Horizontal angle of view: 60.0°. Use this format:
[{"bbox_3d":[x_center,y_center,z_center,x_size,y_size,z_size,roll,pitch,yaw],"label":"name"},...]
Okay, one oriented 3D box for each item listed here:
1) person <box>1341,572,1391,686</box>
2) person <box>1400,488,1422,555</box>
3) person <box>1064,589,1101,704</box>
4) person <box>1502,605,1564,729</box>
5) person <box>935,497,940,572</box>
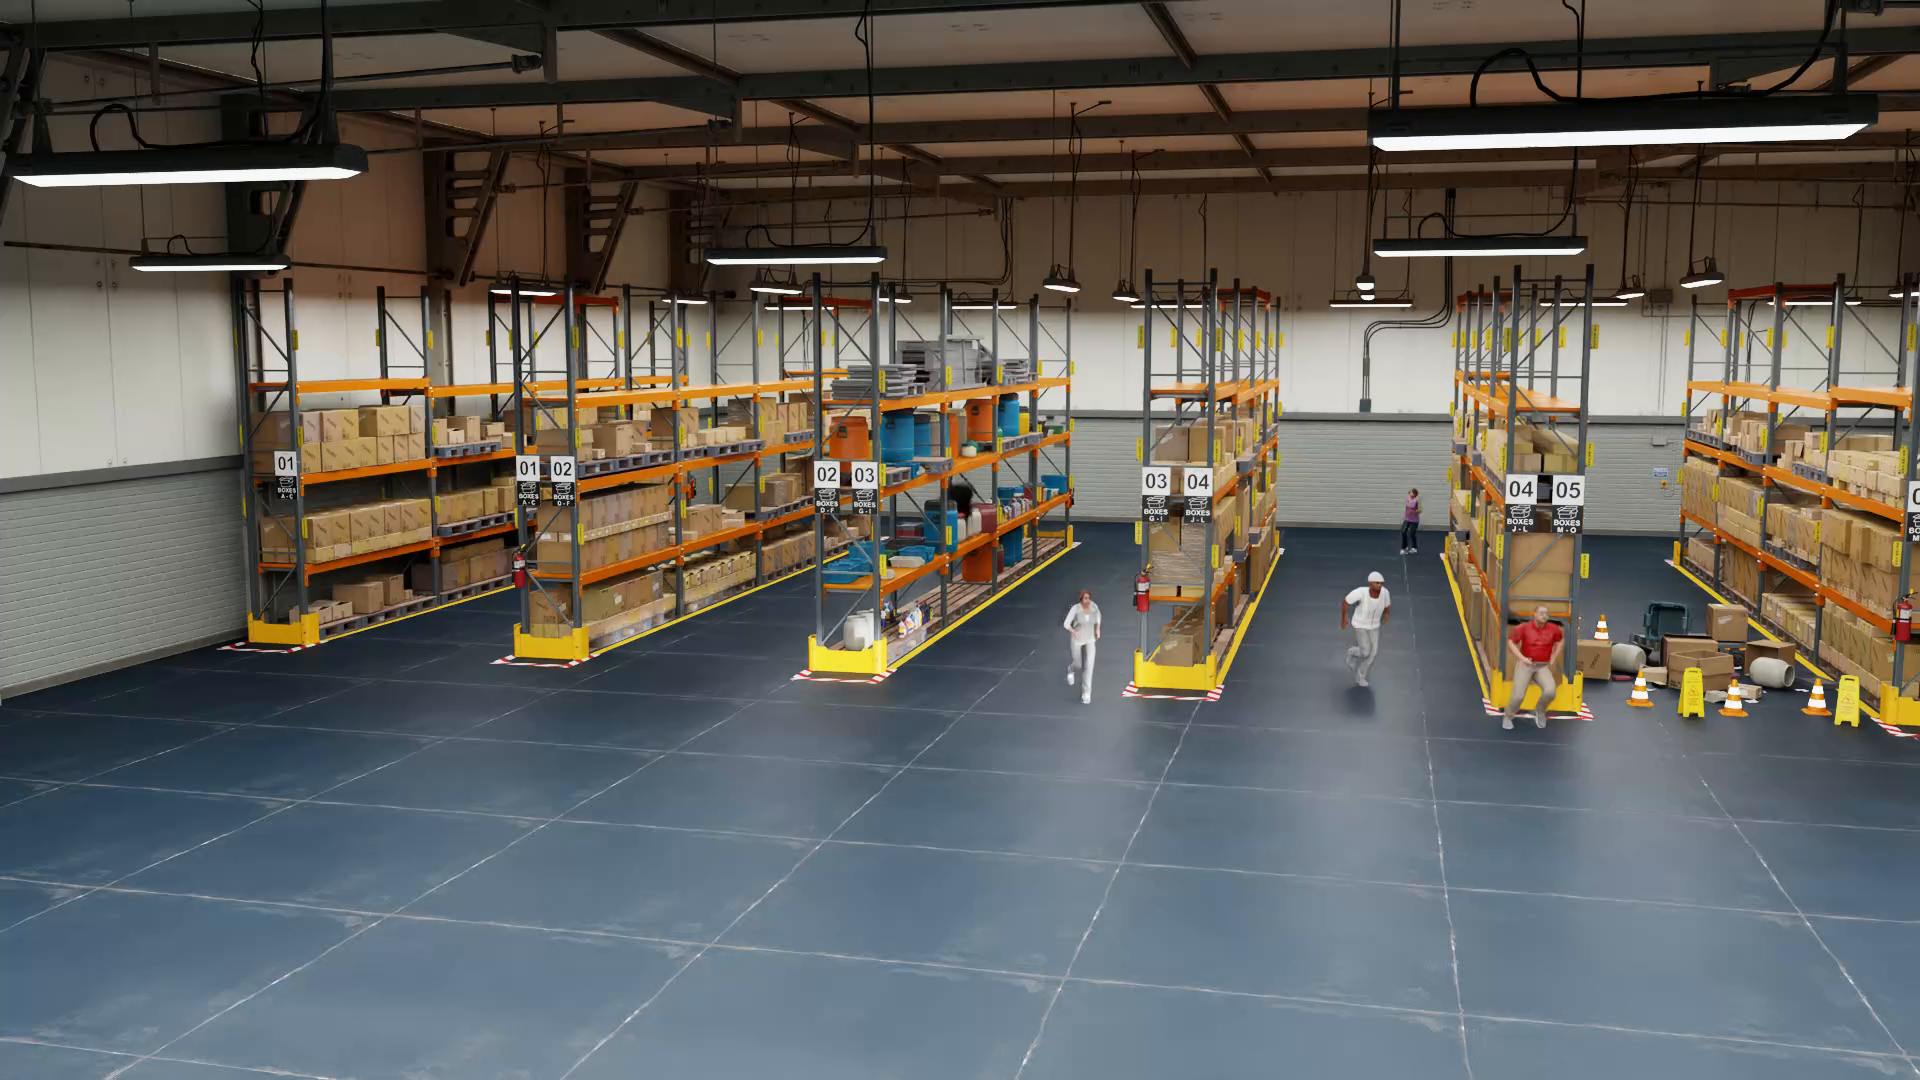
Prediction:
[{"bbox_3d":[5.926,1.281,24.267,0.692,1.688,0.774,-2,7,-20],"label":"person"},{"bbox_3d":[10.564,-0.416,38.845,0.525,1.627,0.683,7,10,45],"label":"person"},{"bbox_3d":[1.716,1.440,23.345,0.570,1.564,0.946,-2,7,-14],"label":"person"},{"bbox_3d":[7.425,1.637,21.409,0.754,1.641,0.630,0,7,-4],"label":"person"},{"bbox_3d":[-0.444,-0.110,35.948,0.561,1.621,0.573,2,7,13],"label":"person"}]
